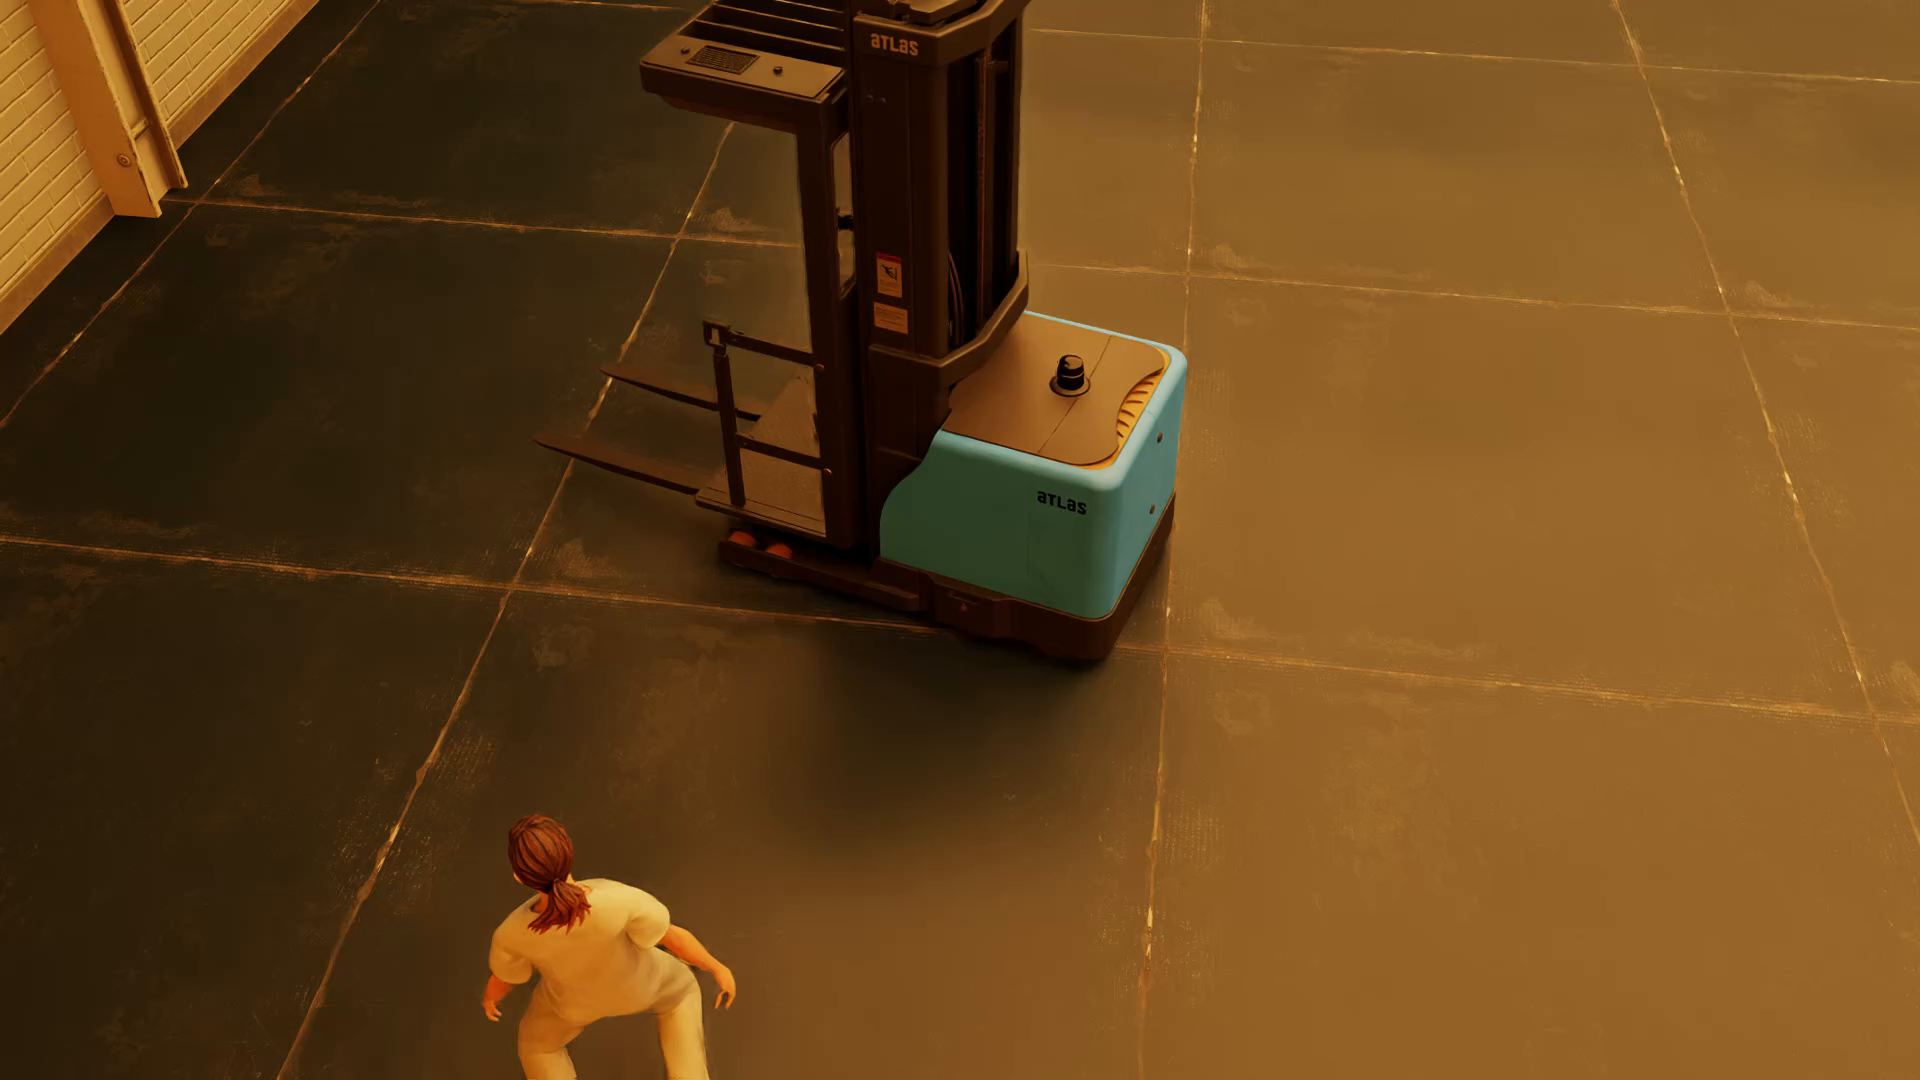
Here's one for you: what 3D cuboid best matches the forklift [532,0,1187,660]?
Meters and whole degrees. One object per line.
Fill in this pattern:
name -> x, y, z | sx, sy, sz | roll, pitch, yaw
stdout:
forklift -> -0.566, -1.213, 7.045 | 3.031, 2.935, 1.130 | 16, 45, 17

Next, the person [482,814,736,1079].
person -> -1.107, 1.398, 5.203 | 0.790, 1.590, 0.490 | -8, 43, -8
